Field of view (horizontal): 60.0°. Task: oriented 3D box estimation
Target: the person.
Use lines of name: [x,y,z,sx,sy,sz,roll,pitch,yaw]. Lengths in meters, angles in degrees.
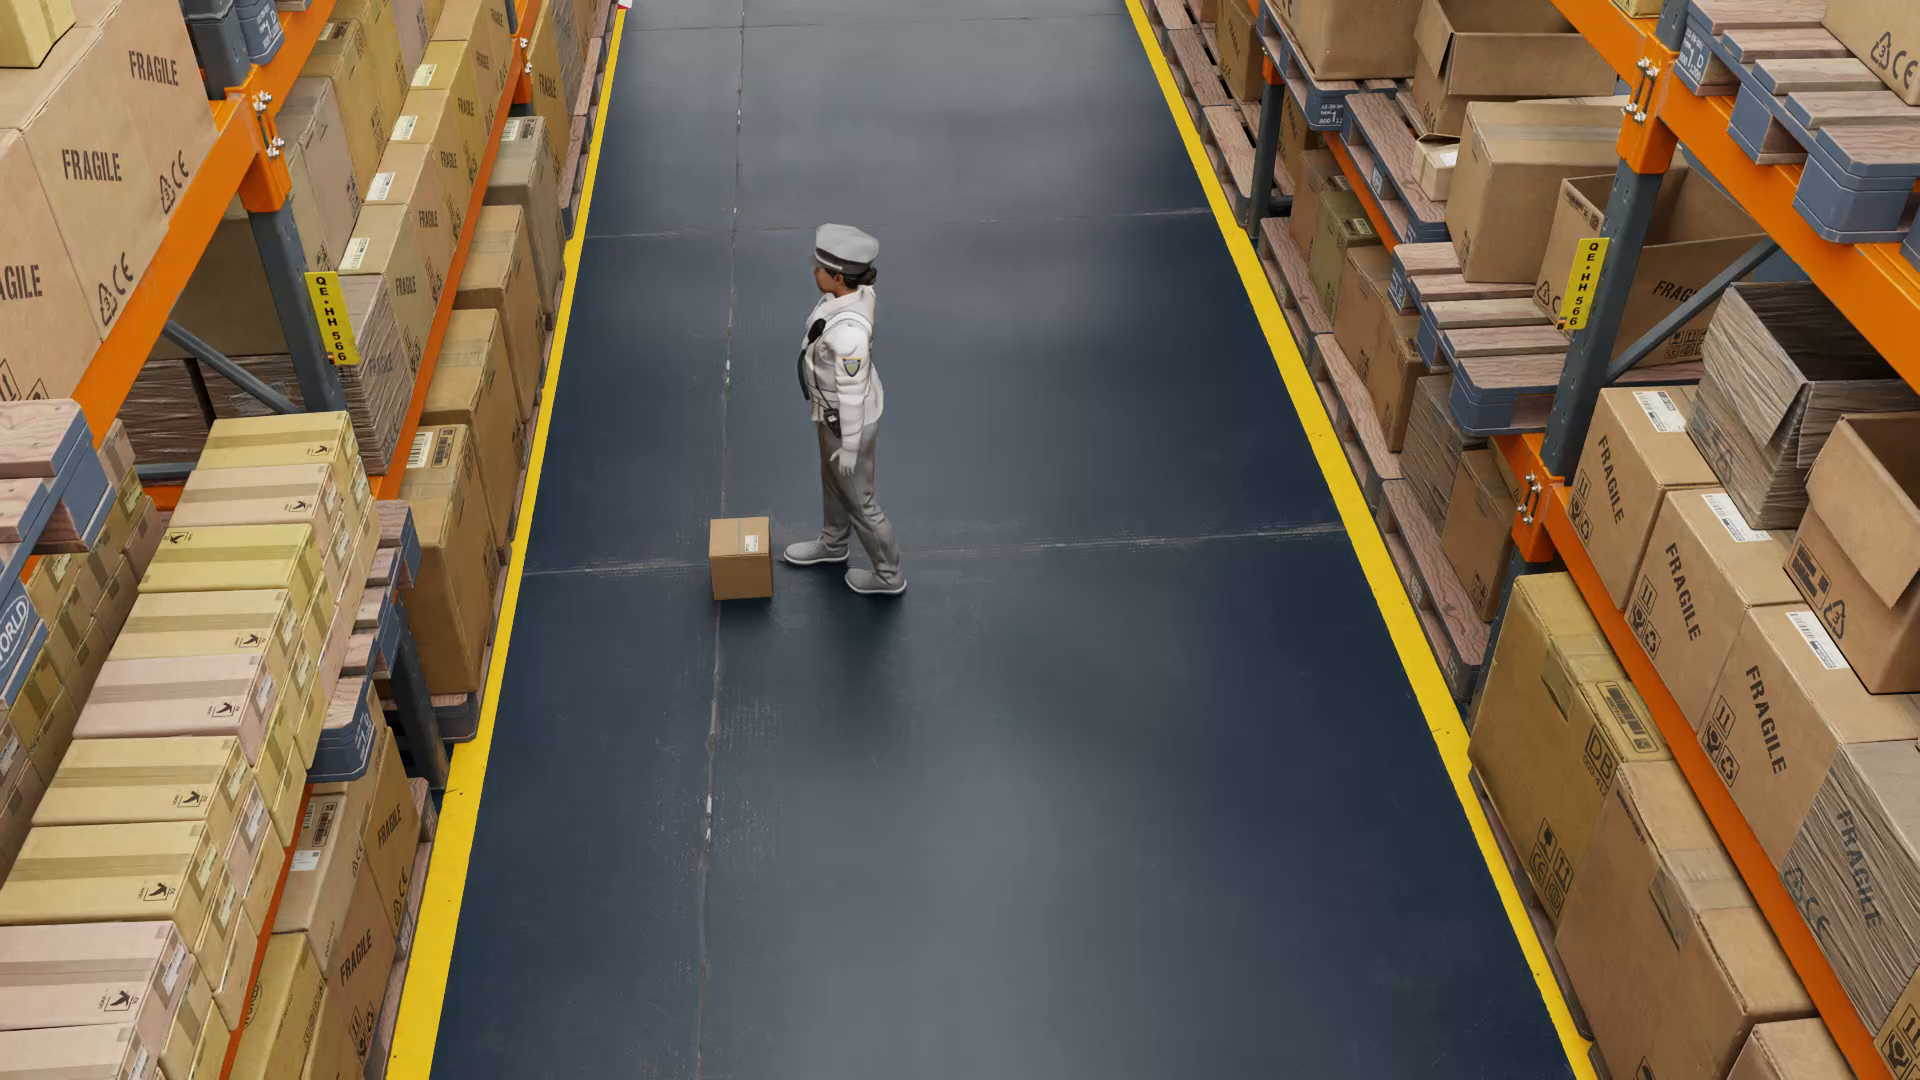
person: [-0.503,-0.505,6.750,0.550,1.687,0.495,1,39,1]
